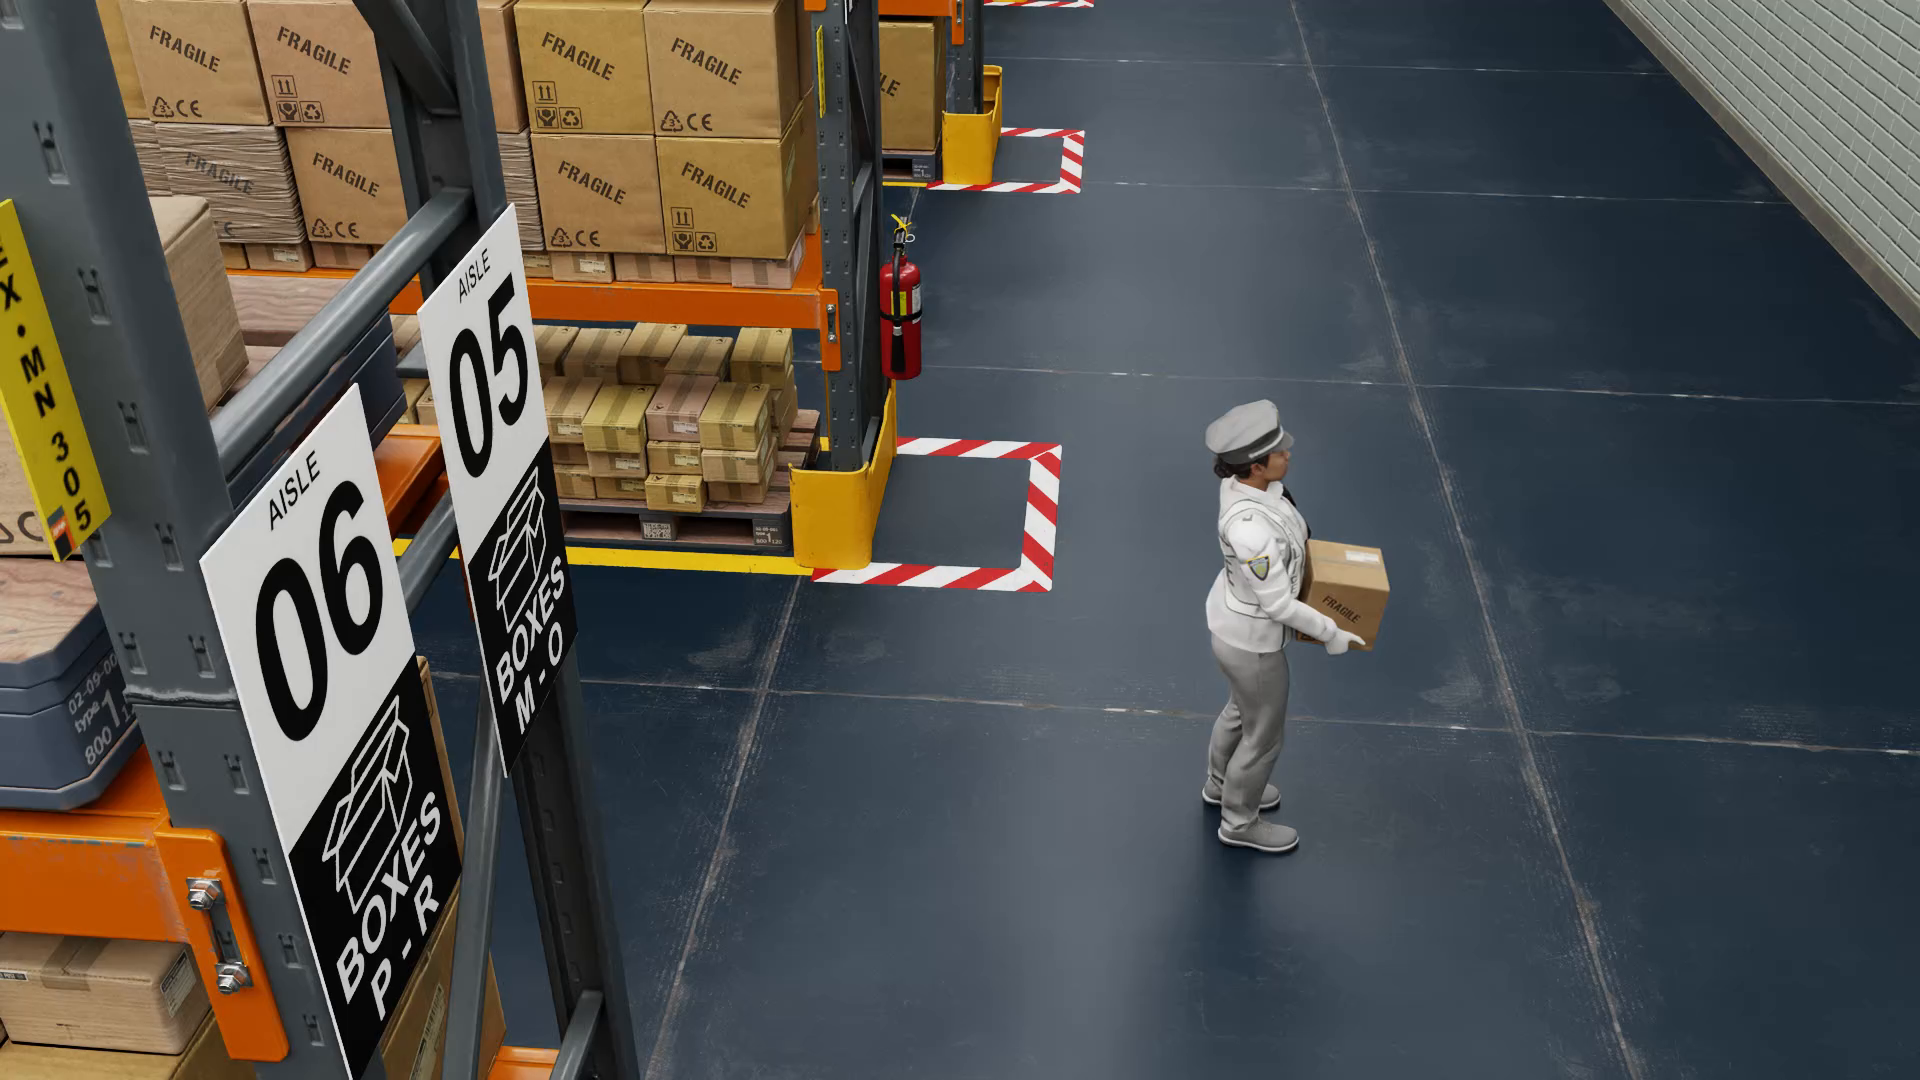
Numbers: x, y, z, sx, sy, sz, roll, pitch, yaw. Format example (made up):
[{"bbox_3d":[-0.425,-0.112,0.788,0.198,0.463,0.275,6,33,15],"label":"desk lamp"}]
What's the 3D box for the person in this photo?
[{"bbox_3d":[1.058,0.310,5.619,0.564,1.686,0.460,3,32,4],"label":"person"}]
